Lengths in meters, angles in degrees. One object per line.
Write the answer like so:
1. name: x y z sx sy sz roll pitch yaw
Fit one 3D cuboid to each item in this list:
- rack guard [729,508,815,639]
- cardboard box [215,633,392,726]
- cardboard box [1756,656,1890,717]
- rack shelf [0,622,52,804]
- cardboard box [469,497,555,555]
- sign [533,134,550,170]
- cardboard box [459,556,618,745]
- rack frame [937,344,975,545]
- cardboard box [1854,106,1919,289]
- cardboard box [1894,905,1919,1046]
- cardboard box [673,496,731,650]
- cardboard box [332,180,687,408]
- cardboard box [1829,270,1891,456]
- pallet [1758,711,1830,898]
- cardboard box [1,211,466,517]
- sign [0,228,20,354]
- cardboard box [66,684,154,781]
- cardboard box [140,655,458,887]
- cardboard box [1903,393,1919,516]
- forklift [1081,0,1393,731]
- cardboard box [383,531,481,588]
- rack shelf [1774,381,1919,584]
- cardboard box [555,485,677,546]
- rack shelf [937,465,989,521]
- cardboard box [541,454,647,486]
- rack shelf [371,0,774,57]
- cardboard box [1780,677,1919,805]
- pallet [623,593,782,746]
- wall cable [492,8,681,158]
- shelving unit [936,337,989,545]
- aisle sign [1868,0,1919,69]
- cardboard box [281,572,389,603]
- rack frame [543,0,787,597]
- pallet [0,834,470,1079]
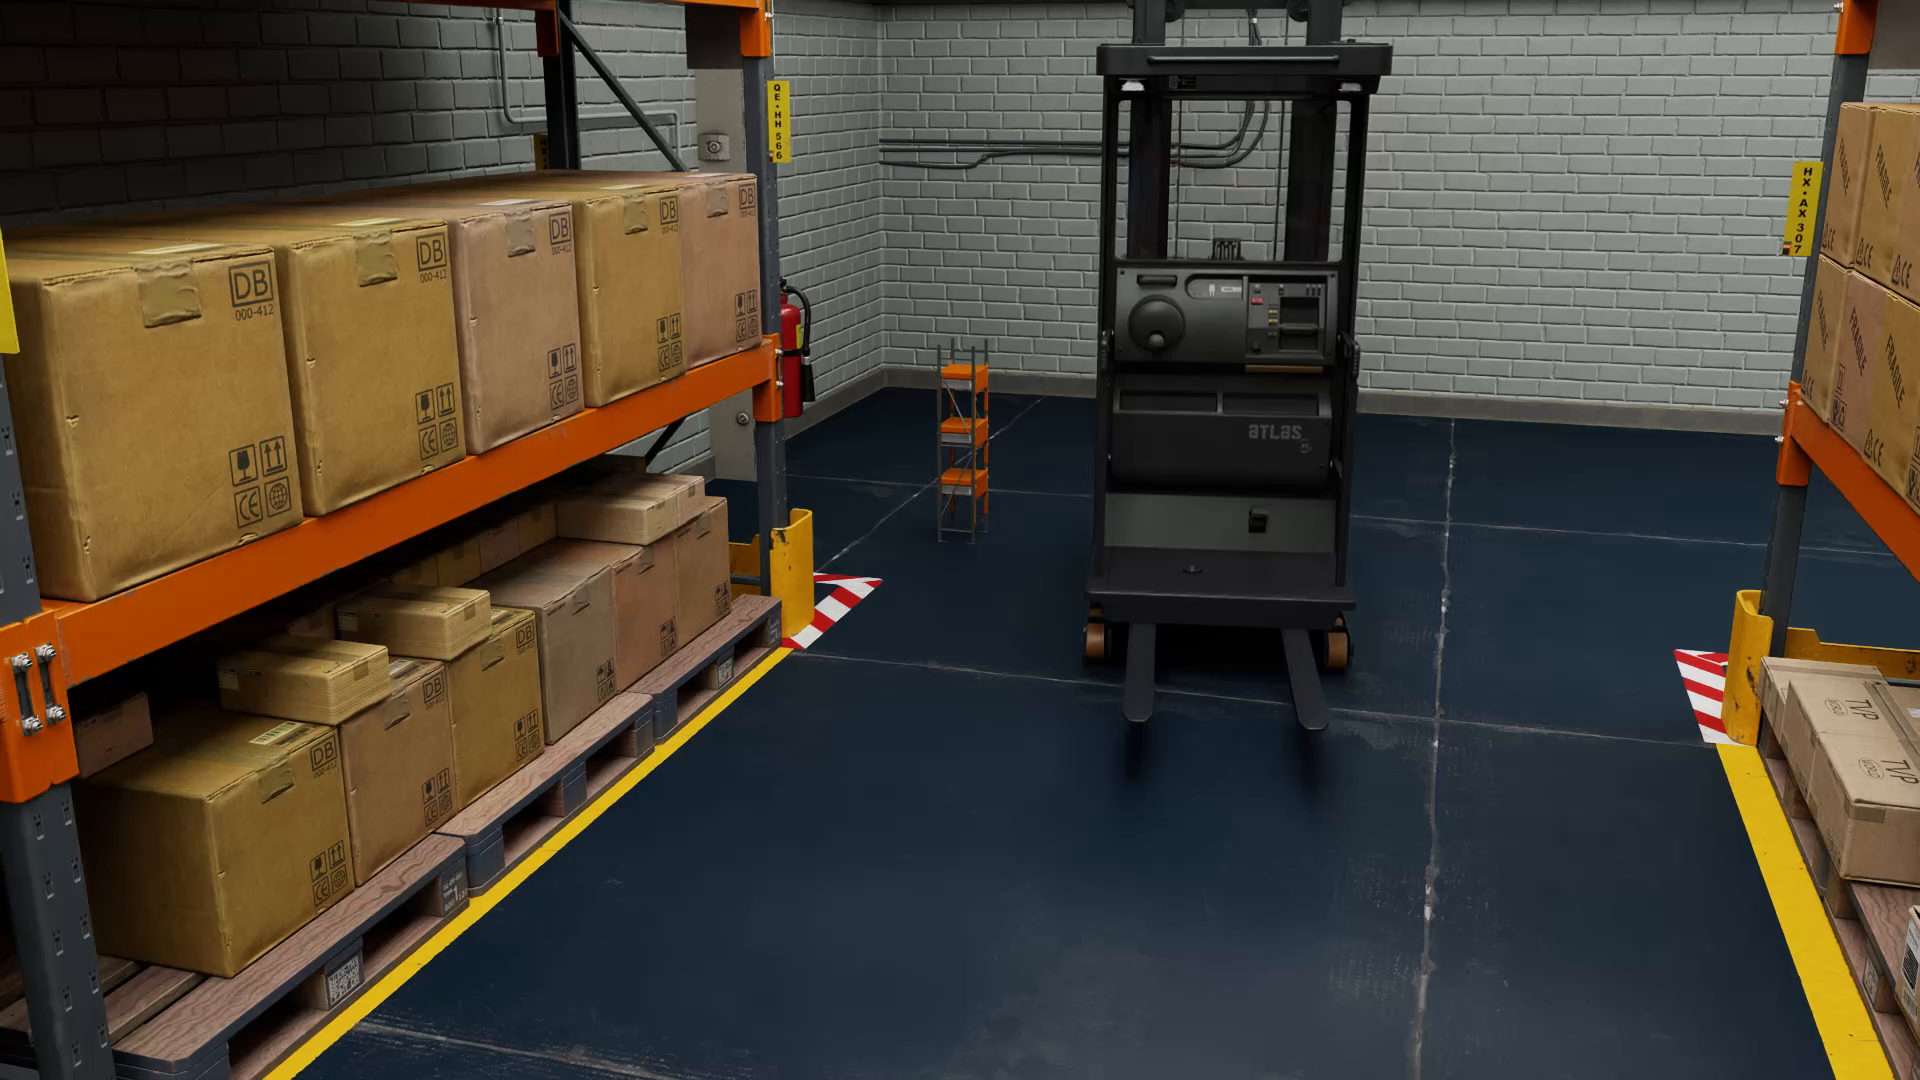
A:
1. rack guard: -1.254 0.107 7.537 1.175 0.500 0.348 5 16 16
2. cardboard box: -1.815 0.382 4.607 0.380 0.149 0.250 5 17 18
3. cardboard box: 3.041 0.536 5.860 0.380 0.149 0.250 5 16 16
4. rack shelf: -2.966 0.826 1.738 1.077 0.370 4.000 5 16 16
5. cardboard box: -1.735 -0.060 6.168 0.380 0.149 0.250 5 17 16
6. sign: -1.792 -1.589 7.202 0.100 0.325 0.005 5 16 16
7. cardboard box: -1.649 0.364 5.859 0.700 0.500 0.500 4 16 14
8. rack frame: -0.019 -0.487 8.623 0.200 1.050 0.008 5 16 16
9. cardboard box: 2.969 -1.003 4.851 0.500 0.500 0.500 5 17 16
10. cardboard box: 2.456 1.055 3.735 0.500 0.311 0.500 5 16 16
11. cardboard box: -1.364 0.102 6.784 0.700 0.500 0.500 5 16 16
12. cardboard box: -1.593 -0.908 5.985 0.980 0.700 0.700 4 16 15
13. cardboard box: 2.969 -0.523 4.995 0.500 0.500 0.500 4 16 15
14. pallet: 3.242 0.864 5.398 1.003 0.211 1.213 5 16 16
15. cardboard box: -2.015 -0.519 4.611 0.980 0.700 0.700 4 16 14
16. sign: -1.875 -0.522 3.198 0.100 0.325 0.005 5 16 16
17. cardboard box: -2.319 0.480 4.262 0.380 0.149 0.250 5 16 16
18. cardboard box: -1.941 0.639 4.892 0.700 0.500 0.500 4 16 15
19. cardboard box: 2.680 -0.262 4.072 0.500 0.500 0.500 5 17 17
20. forklift: 1.105 -0.965 6.860 1.130 2.935 3.031 2 16 7
21. cardboard box: -1.879 0.073 5.696 0.380 0.149 0.250 5 17 16
22. rack shelf: 2.921 0.163 4.076 1.077 0.370 4.000 5 16 16
23. cardboard box: -1.298 -0.096 6.292 0.380 0.149 0.250 5 17 17
24. rack shelf: 0.015 -0.242 8.814 0.215 0.259 0.240 5 16 16
25. cardboard box: -1.520 -0.258 6.866 0.380 0.149 0.250 5 17 16
26. rack shelf: -1.830 -1.663 5.018 1.077 0.370 4.000 5 16 16
27. cardboard box: 2.921 0.656 5.253 0.500 0.250 0.500 5 16 16
28. pallet: -1.413 0.467 6.795 1.003 0.211 1.213 5 16 16
29. wall cable: -1.804 -1.987 8.475 0.084 1.984 1.851 5 16 16
30. shelving unit: 0.015 -0.519 8.735 0.215 1.050 0.252 5 16 16
31. aisle sign: 3.227 -1.998 5.611 0.394 0.787 0.004 5 16 16
32. cardboard box: -2.024 0.207 5.224 0.380 0.149 0.250 5 17 16
33. rack frame: -1.261 -1.090 7.174 1.000 3.000 0.127 5 16 16
34. pallet: -2.107 1.106 4.545 1.003 0.211 1.213 5 16 16
